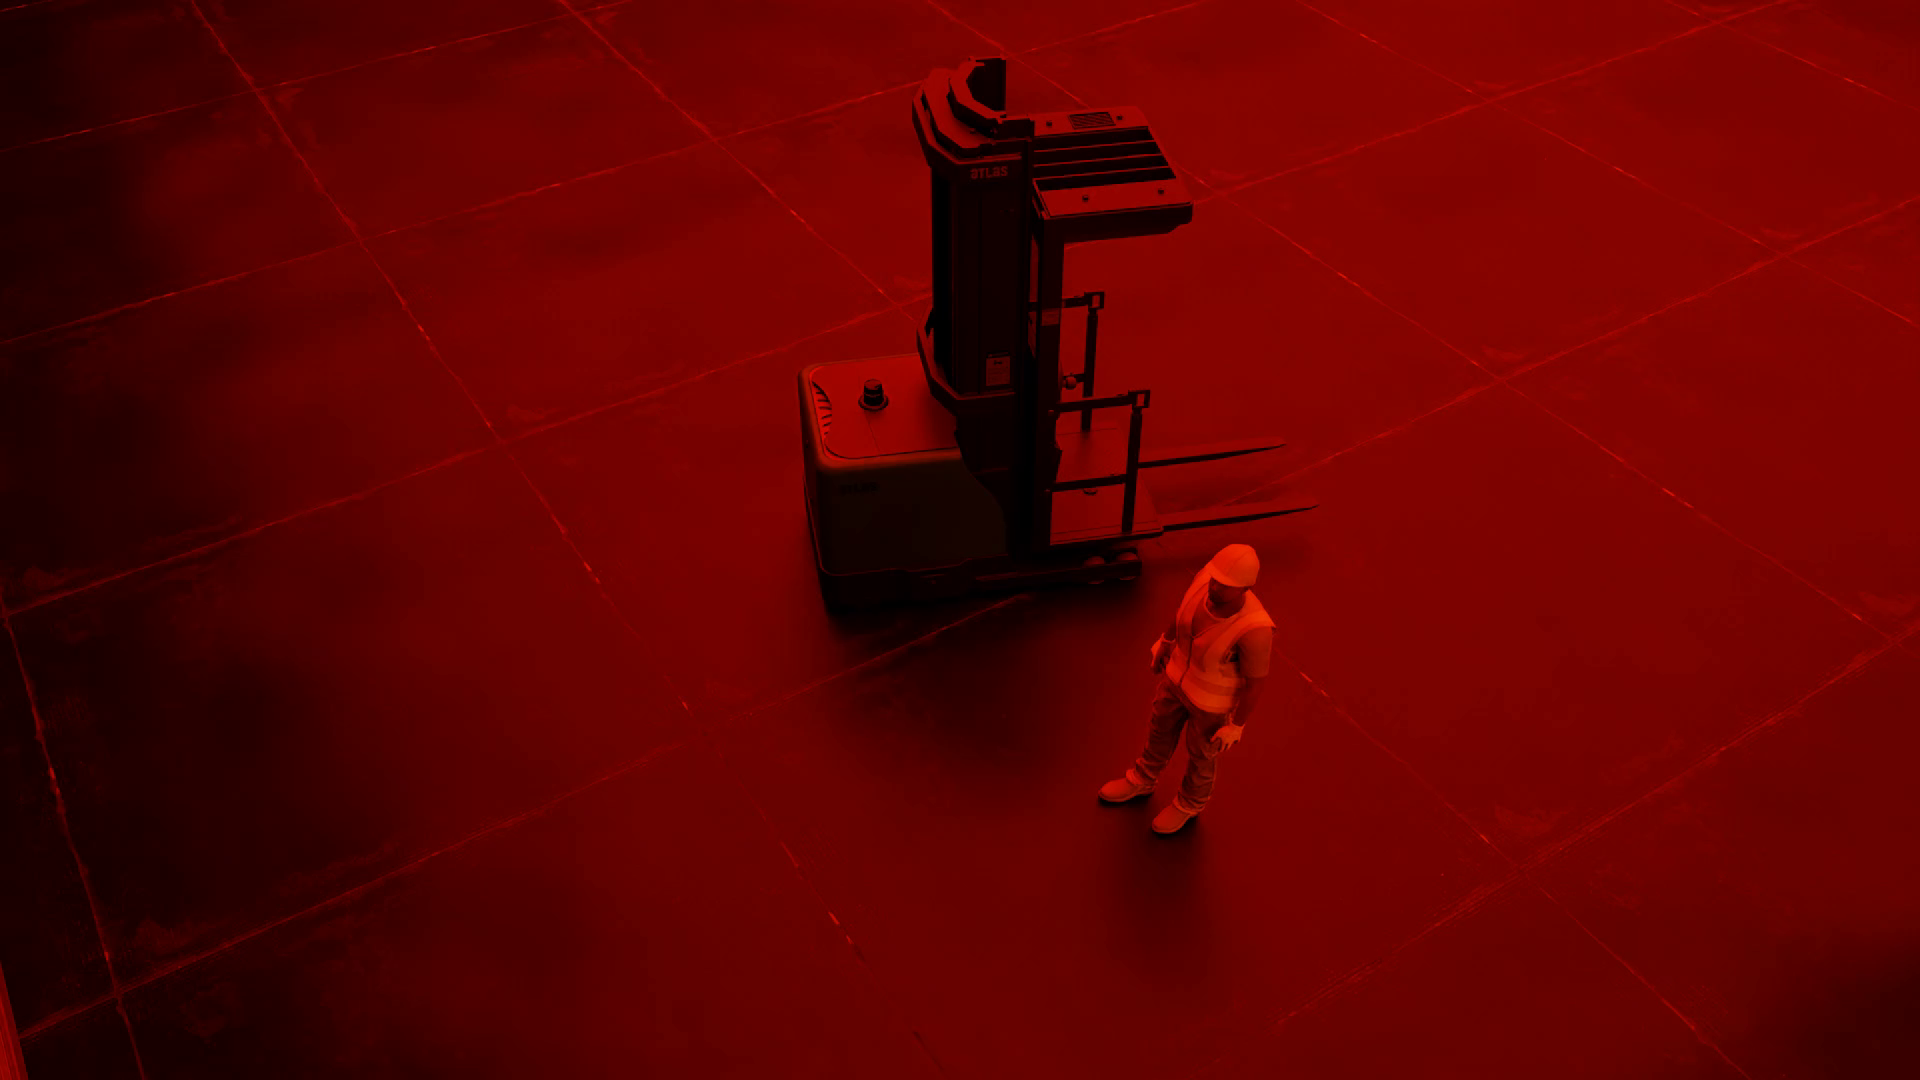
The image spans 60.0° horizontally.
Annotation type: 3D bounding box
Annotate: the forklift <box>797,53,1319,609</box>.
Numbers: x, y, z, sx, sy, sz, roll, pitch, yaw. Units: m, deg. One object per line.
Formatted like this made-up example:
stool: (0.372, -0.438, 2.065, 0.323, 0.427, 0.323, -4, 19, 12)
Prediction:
forklift: (0.614, -1.179, 9.221, 3.031, 2.935, 1.130, -7, 42, -8)

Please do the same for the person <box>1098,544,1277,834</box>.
person: (1.093, 0.725, 7.902, 0.576, 1.785, 0.656, -20, 45, -21)
